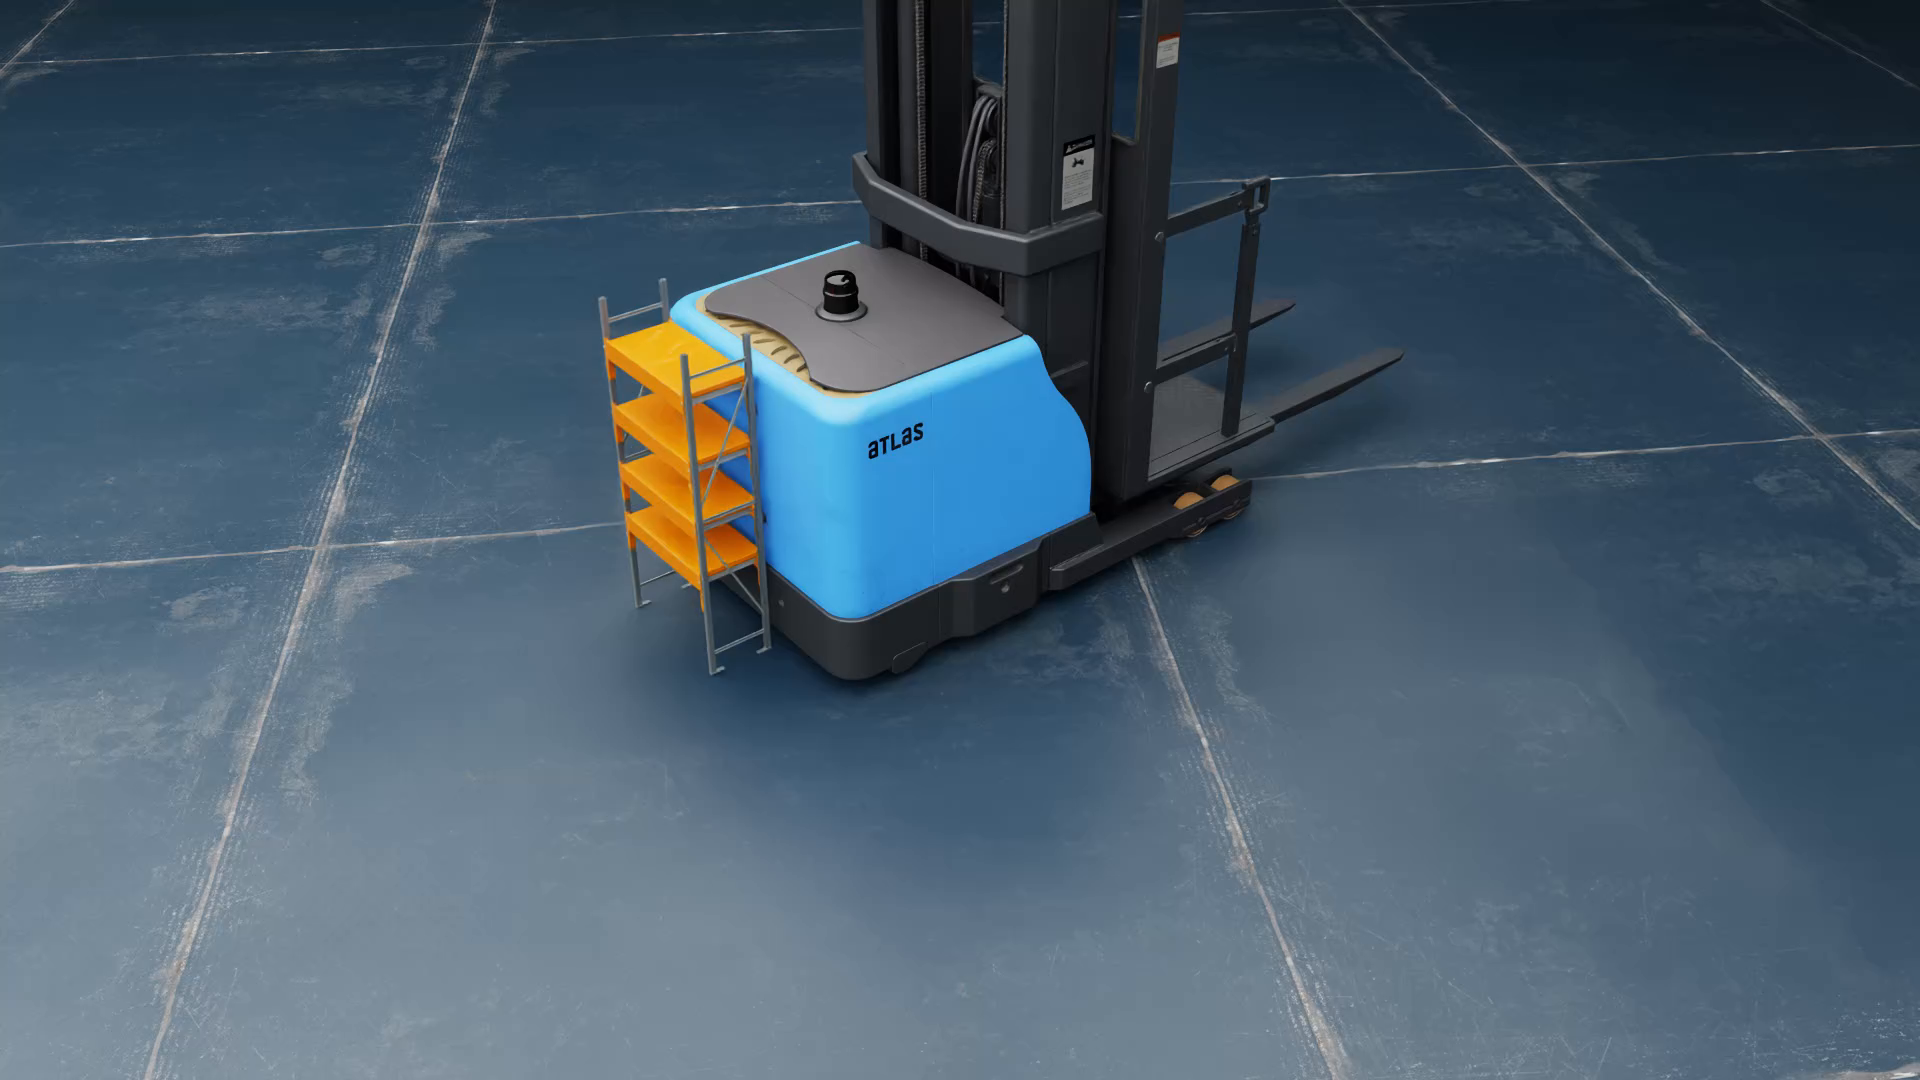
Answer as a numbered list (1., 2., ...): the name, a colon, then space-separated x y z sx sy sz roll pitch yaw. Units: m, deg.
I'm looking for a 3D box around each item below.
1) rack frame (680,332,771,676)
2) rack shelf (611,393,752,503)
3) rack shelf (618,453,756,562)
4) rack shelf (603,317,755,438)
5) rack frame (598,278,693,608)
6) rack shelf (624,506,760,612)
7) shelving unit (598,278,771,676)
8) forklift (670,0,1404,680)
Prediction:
1. rack frame: -0.738 -0.088 5.310 0.240 1.200 0.015 -24 41 -32
2. rack shelf: -0.891 -0.324 5.379 0.258 0.148 0.480 -24 41 -32
3. rack shelf: -0.893 -0.138 5.504 0.258 0.148 0.480 -24 41 -32
4. rack shelf: -0.889 -0.521 5.248 0.258 0.148 0.480 -24 41 -32
5. rack frame: -1.047 -0.301 5.622 0.240 1.200 0.015 -24 41 -32
6. rack shelf: -0.895 0.027 5.614 0.258 0.148 0.480 -24 41 -32
7. shelving unit: -0.893 -0.194 5.466 0.258 1.200 0.503 -24 41 -32
8. forklift: 0.488 -1.431 5.748 3.031 2.935 1.130 -24 41 -31
